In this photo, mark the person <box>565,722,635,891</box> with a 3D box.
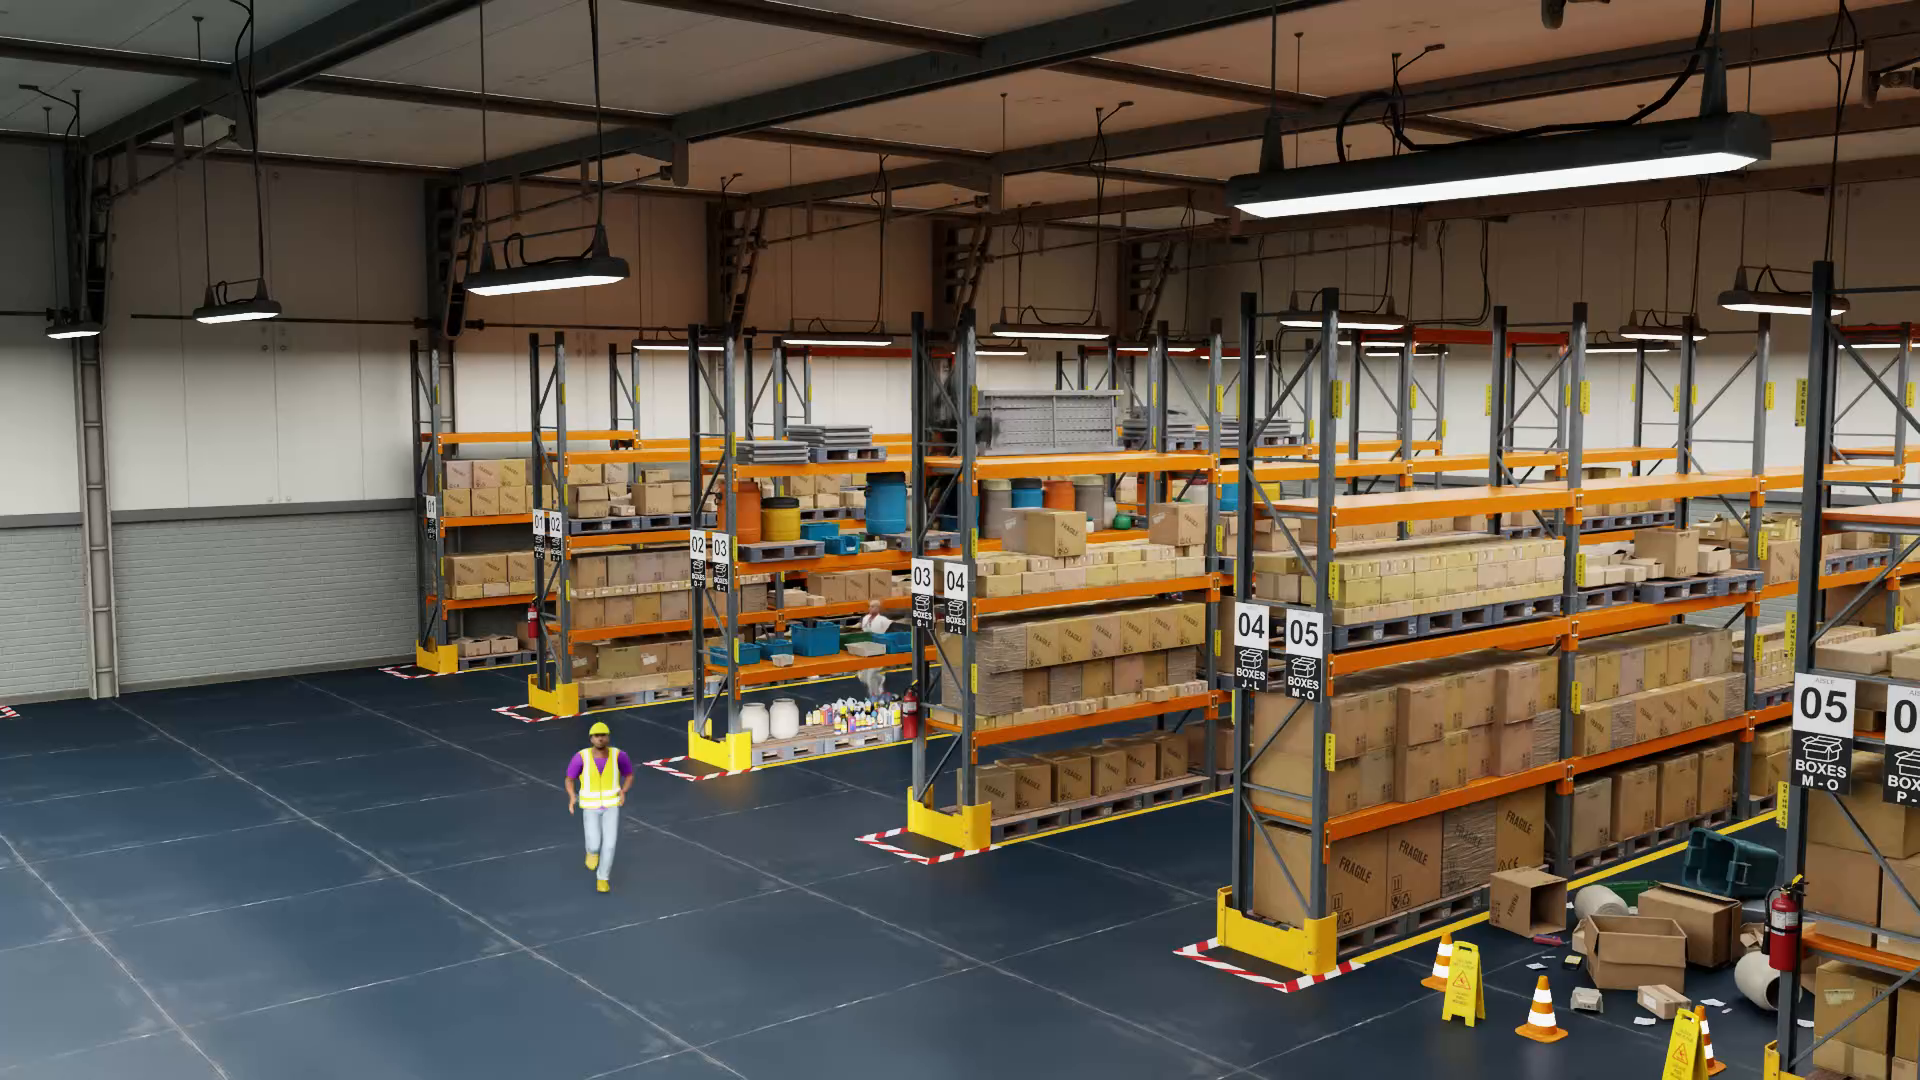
[{"bbox_3d":[-3.696,2.728,17.132,0.702,1.721,0.537,-2,6,-16],"label":"person"}]

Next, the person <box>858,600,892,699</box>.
[{"bbox_3d":[-1.369,1.830,26.822,0.709,1.737,0.640,4,7,38],"label":"person"}]
